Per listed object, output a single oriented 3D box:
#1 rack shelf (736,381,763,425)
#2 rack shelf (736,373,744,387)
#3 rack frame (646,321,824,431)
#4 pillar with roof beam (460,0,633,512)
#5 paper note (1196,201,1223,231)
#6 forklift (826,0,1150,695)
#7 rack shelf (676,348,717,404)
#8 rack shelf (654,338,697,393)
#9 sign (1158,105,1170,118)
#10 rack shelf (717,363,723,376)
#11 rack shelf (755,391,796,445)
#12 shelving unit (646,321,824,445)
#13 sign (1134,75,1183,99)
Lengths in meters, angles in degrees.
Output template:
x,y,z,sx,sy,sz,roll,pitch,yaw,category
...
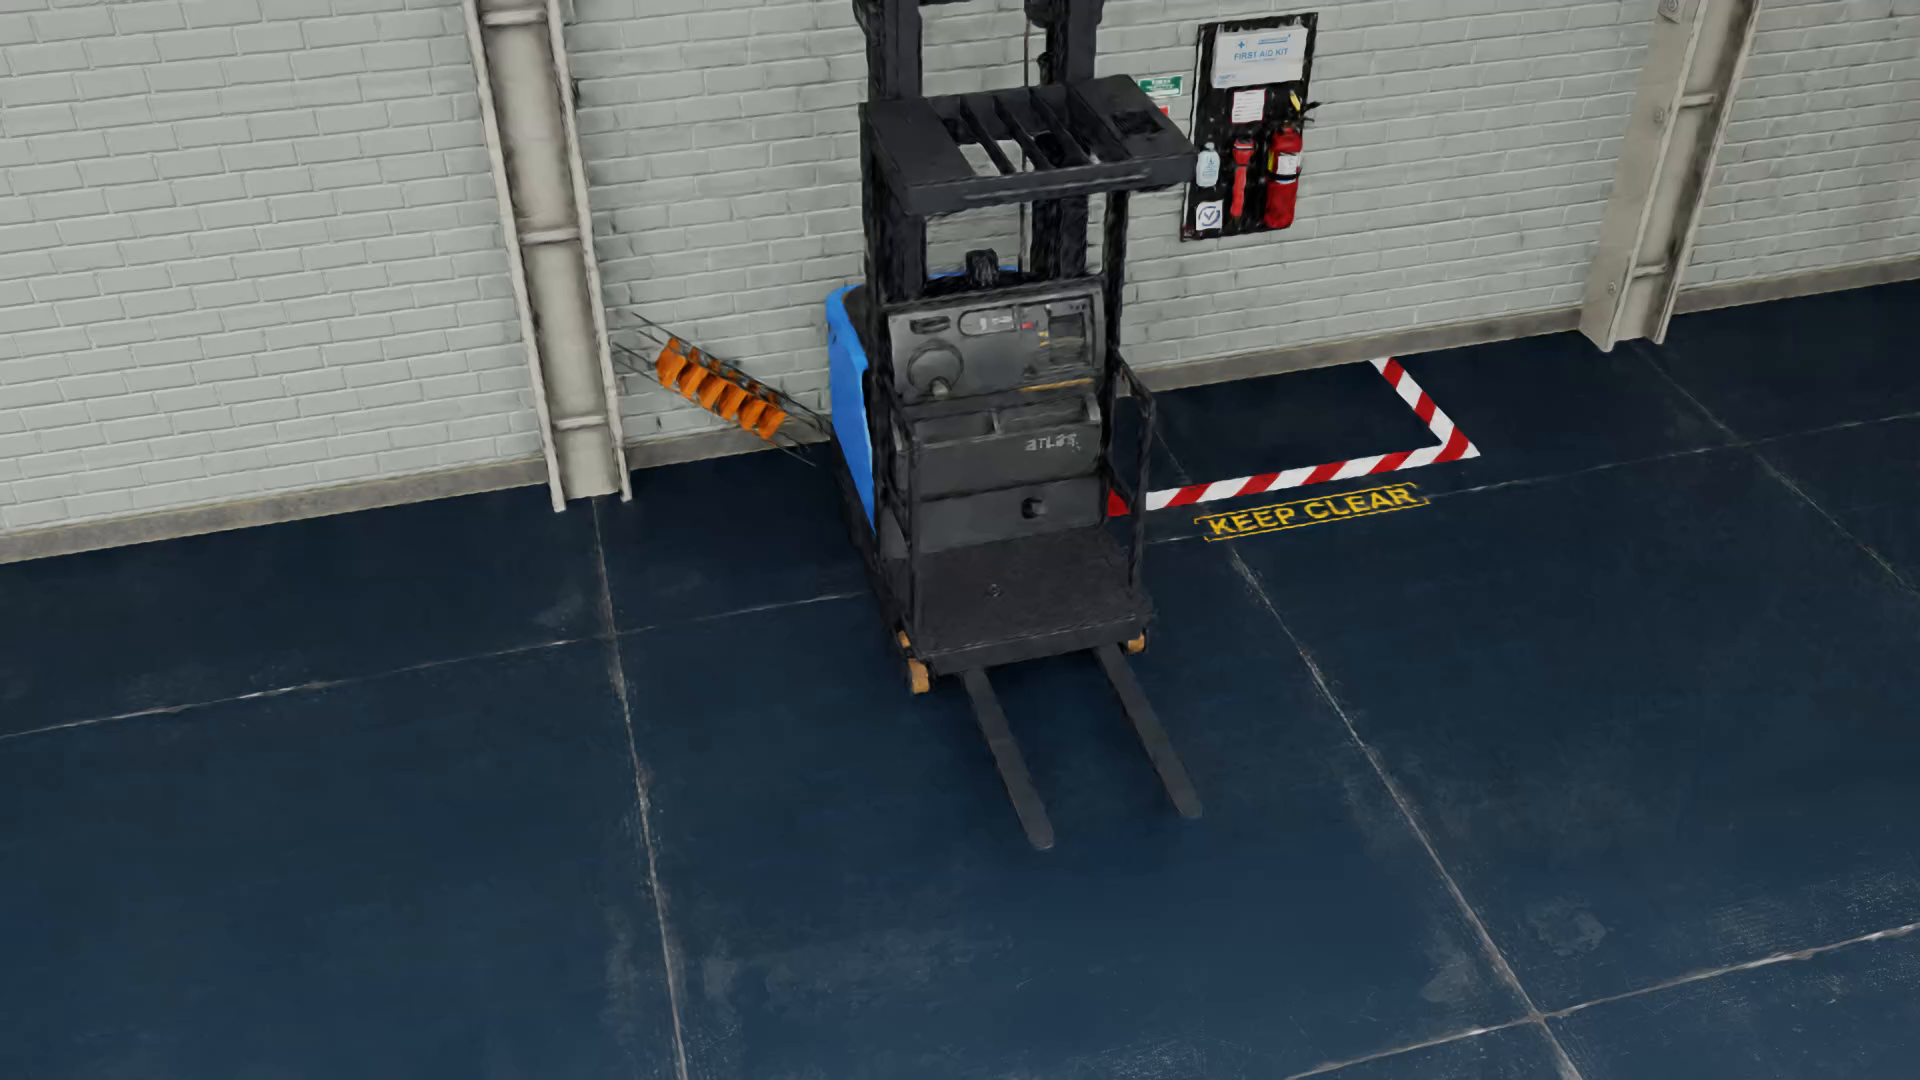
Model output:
x,y,z,sx,sy,sz,roll,pitch,yaw,category
-1.076,-0.694,8.507,0.034,0.171,0.221,28,18,-31,rack shelf
-1.162,-0.740,8.450,0.020,0.166,0.199,28,18,-31,rack shelf
-1.126,-0.819,8.412,1.046,0.002,0.228,28,18,-31,rack frame
-0.779,-1.312,2.538,0.400,9.000,9.100,-9,38,-12,pillar with roof beam
1.307,-1.698,8.705,0.142,0.148,0.016,-9,38,-12,paper note
0.219,-0.750,6.797,1.130,2.935,3.031,-9,38,-12,forklift
-1.329,-0.829,8.338,0.103,0.180,0.258,28,18,-31,rack shelf
-1.420,-0.878,8.277,0.103,0.180,0.258,28,18,-31,rack shelf
10.264,0.045,5.621,16.451,0.391,11.513,-9,38,-12,sign
-1.253,-0.789,8.389,0.020,0.166,0.199,28,18,-31,rack shelf
-0.964,-0.635,8.582,0.103,0.180,0.258,28,18,-31,rack shelf
-1.179,-0.751,8.437,1.046,0.183,0.258,28,18,-31,shelving unit
0.942,-2.229,8.208,0.331,0.109,0.001,-9,38,-12,sign
